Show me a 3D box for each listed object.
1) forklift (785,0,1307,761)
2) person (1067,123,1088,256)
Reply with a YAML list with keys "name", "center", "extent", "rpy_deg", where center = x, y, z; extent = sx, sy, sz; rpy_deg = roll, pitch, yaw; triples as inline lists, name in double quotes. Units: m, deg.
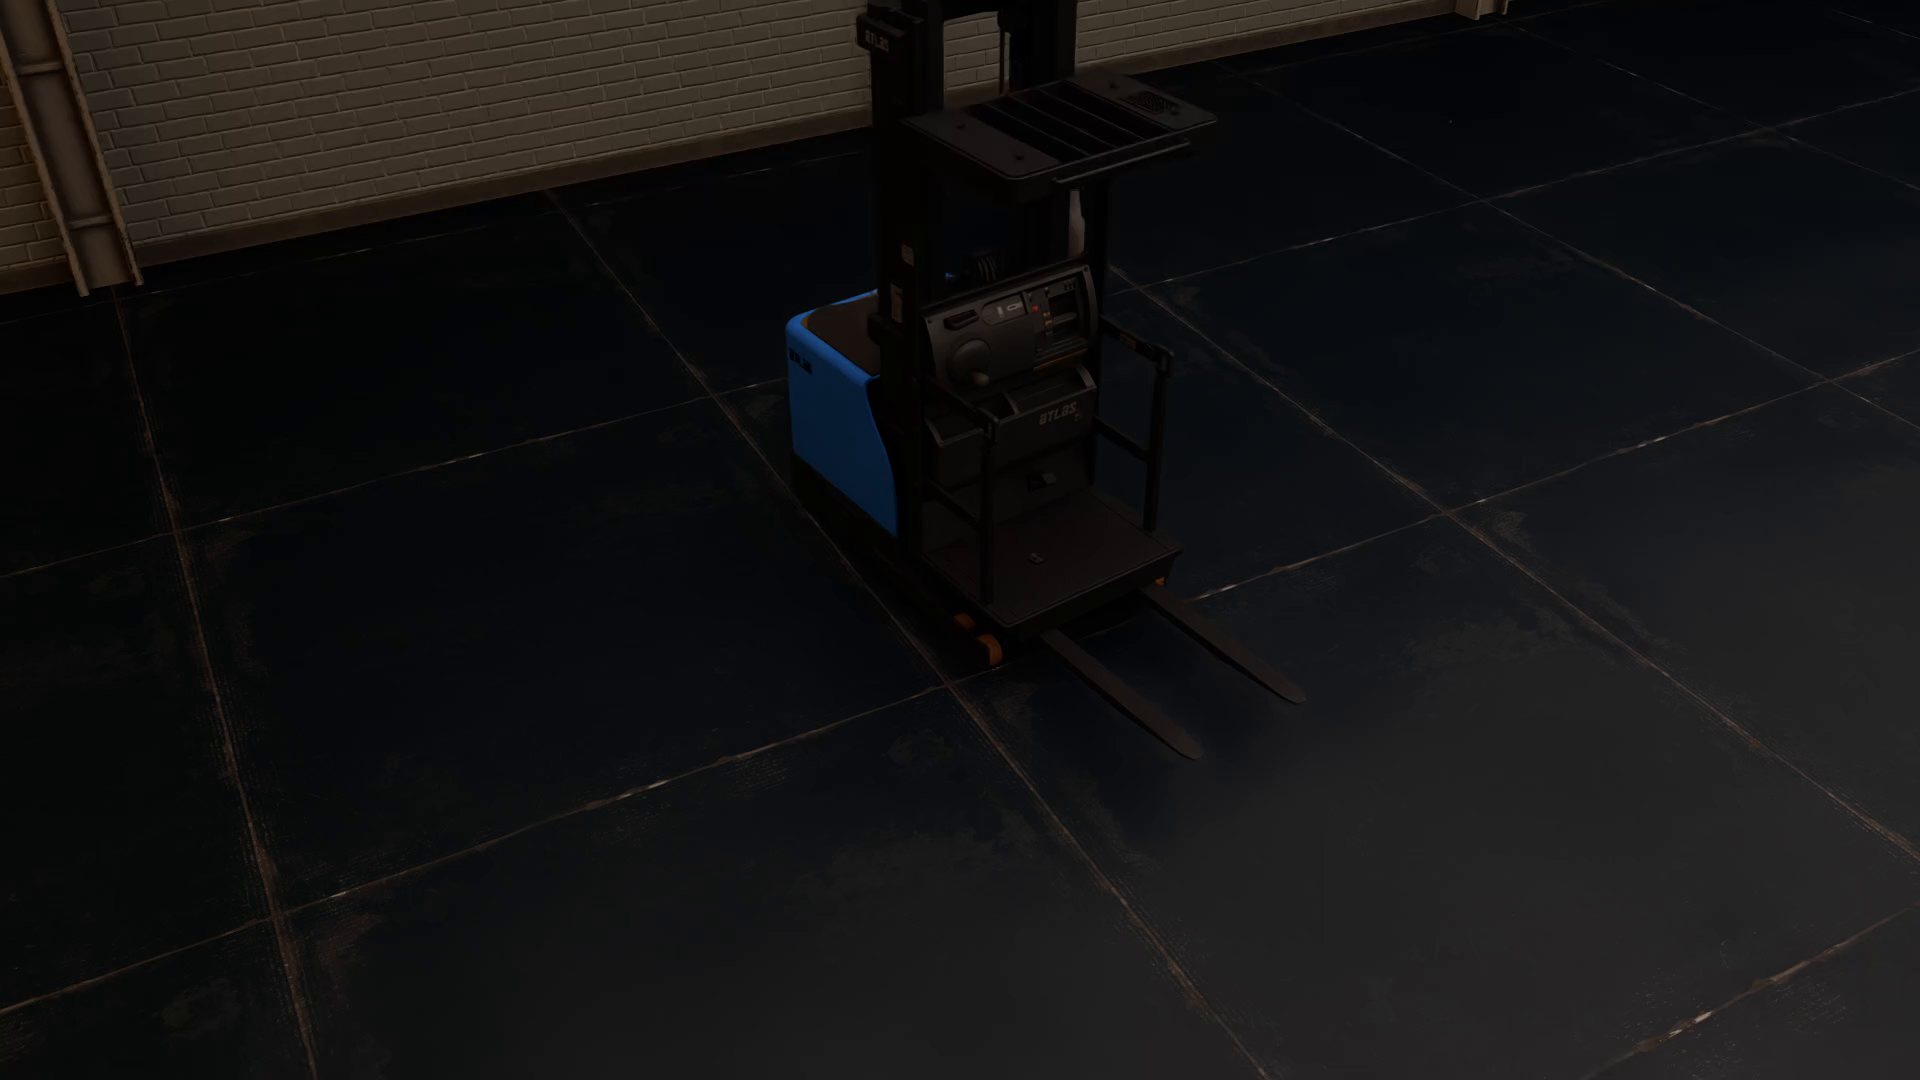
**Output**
- name: "forklift"
  center: [0.367, -0.913, 7.415]
  extent: [1.130, 2.935, 3.031]
  rpy_deg: [-23, 41, -29]
- name: "person"
  center: [0.592, -2.541, 10.776]
  extent: [0.570, 1.695, 0.530]
  rpy_deg: [7, 36, 10]
